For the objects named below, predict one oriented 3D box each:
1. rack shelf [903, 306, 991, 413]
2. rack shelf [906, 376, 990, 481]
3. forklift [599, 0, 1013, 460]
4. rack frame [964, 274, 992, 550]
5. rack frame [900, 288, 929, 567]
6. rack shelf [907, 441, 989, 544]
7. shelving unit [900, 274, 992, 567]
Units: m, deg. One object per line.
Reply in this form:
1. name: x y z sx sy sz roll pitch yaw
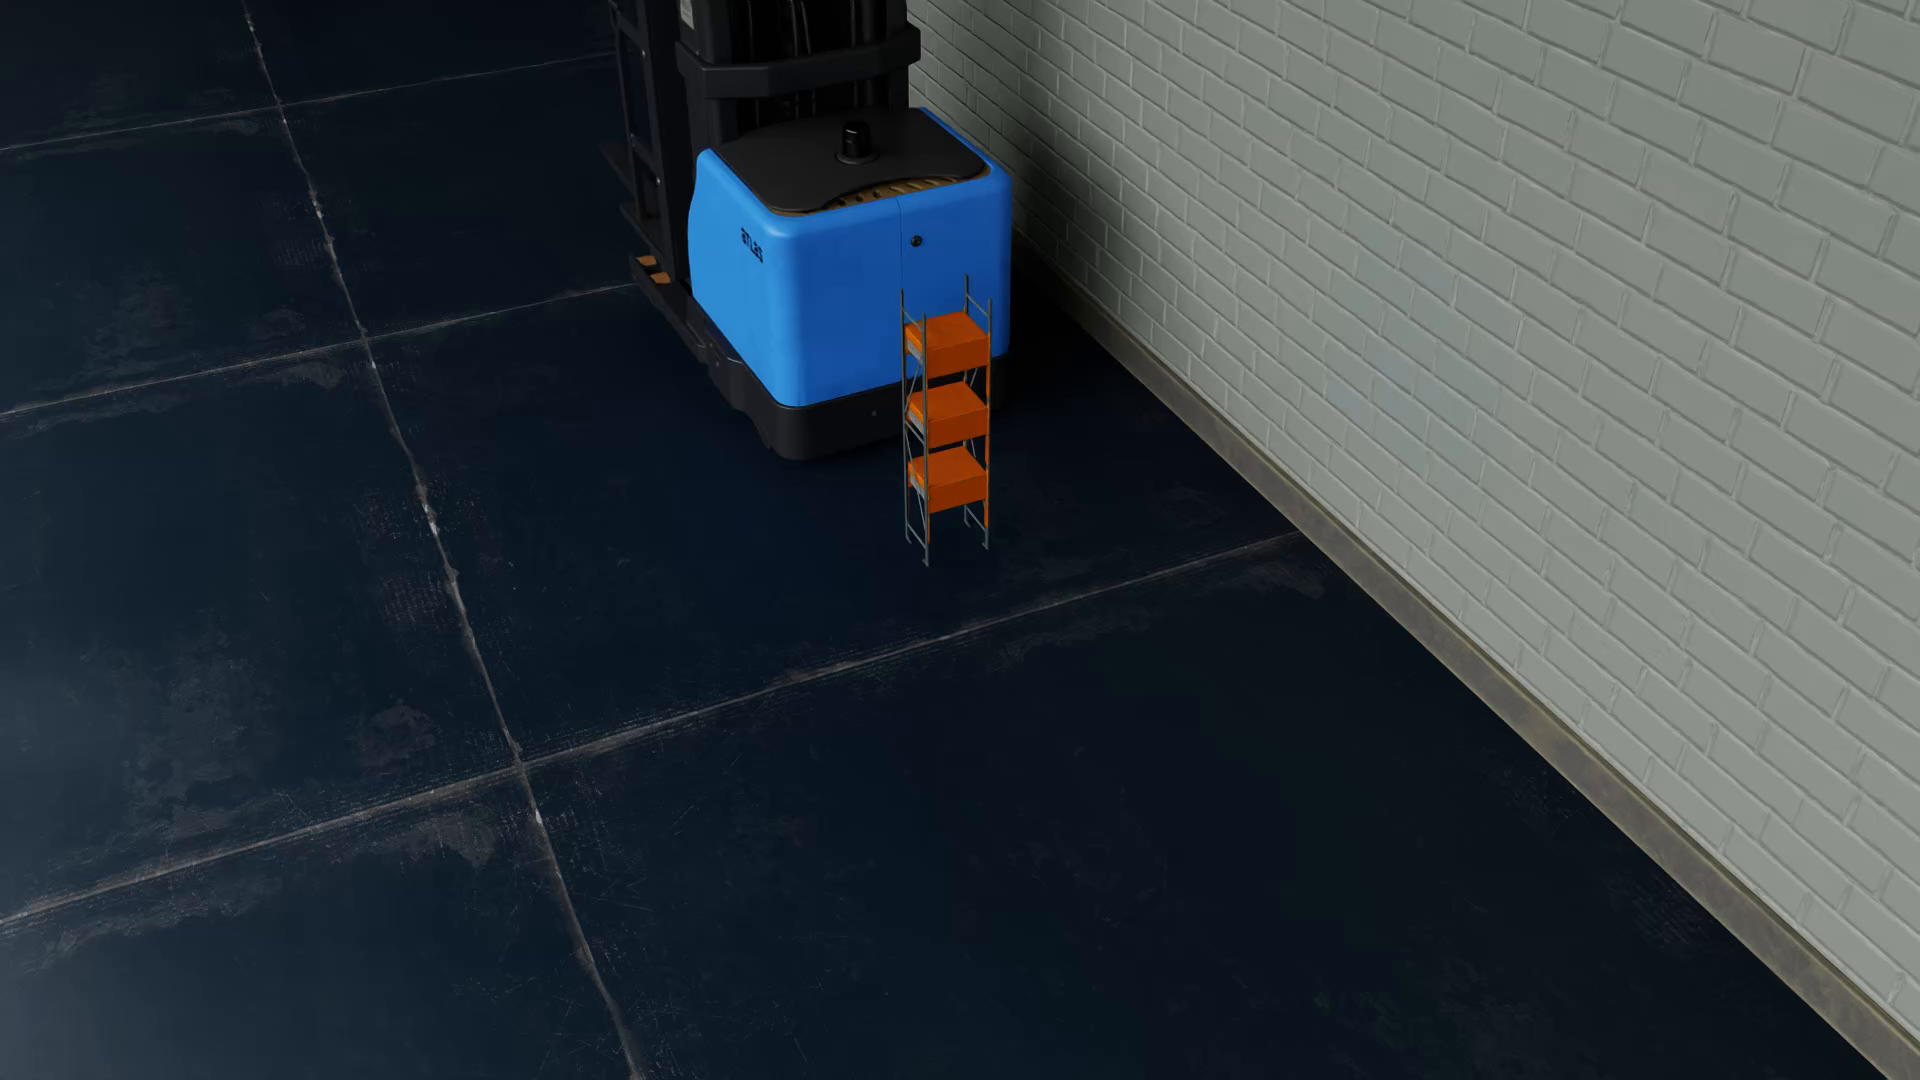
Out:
1. rack shelf: -0.048 -0.628 5.756 0.240 0.259 0.215 -16 39 -20
2. rack shelf: -0.048 -0.400 5.925 0.240 0.259 0.215 -16 39 -20
3. forklift: -0.897 -2.356 6.966 1.130 2.935 3.031 -17 40 -21
4. rack frame: 0.062 -0.439 5.961 0.008 1.050 0.200 -16 39 -20
5. rack frame: -0.159 -0.377 5.877 0.008 1.050 0.200 -16 39 -20
6. rack shelf: -0.048 -0.176 6.091 0.240 0.259 0.215 -16 39 -20
7. shelving unit: -0.048 -0.408 5.919 0.252 1.050 0.215 -16 39 -20
